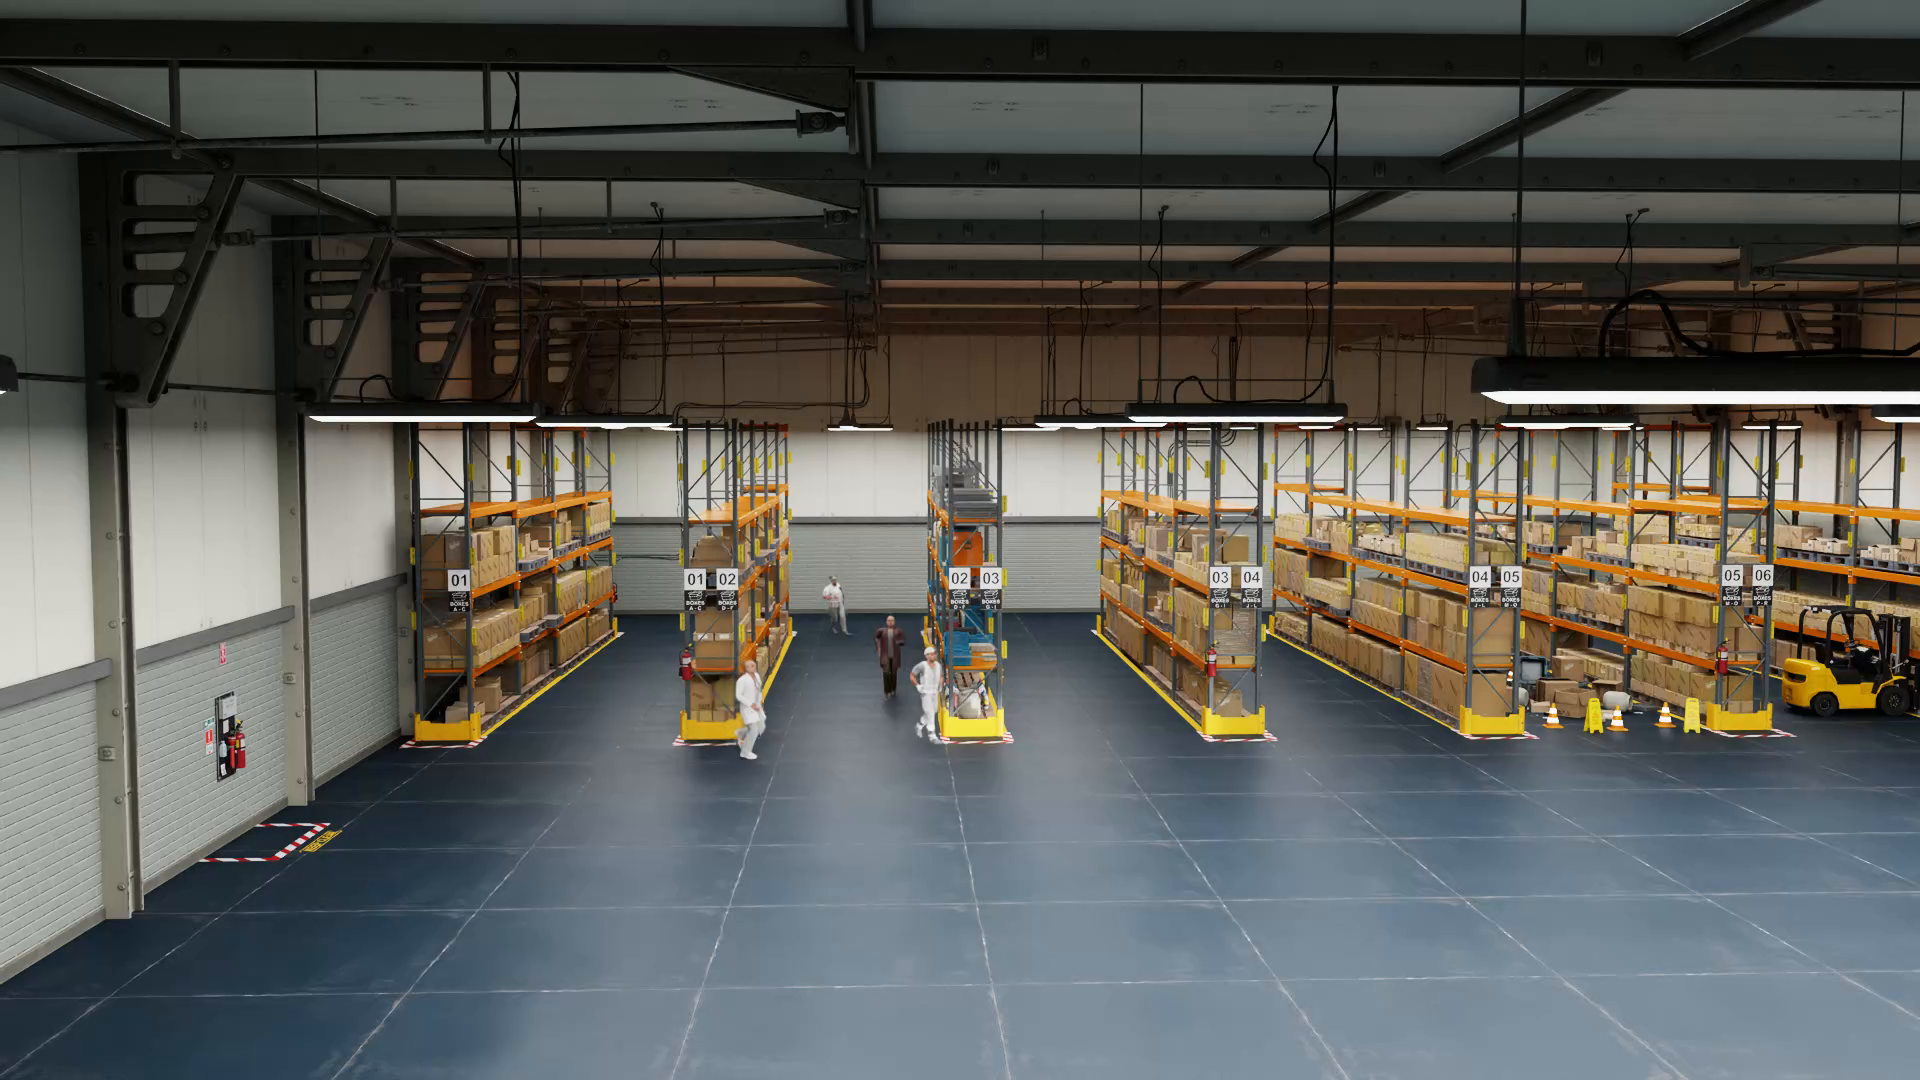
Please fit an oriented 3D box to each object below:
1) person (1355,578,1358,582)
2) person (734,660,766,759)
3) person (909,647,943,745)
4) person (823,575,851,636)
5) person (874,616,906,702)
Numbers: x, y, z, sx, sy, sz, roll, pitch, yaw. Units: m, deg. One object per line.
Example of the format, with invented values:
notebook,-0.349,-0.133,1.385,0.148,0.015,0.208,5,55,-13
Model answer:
person,11.047,1.898,46.669,0.656,1.673,0.604,-1,4,-9
person,-3.689,2.982,29.338,0.633,1.738,0.728,2,4,31
person,-0.581,2.848,30.700,0.663,1.775,0.901,-3,5,-38
person,-3.558,1.837,47.017,0.700,1.722,0.982,-2,4,-33
person,-1.502,2.549,35.812,0.686,1.846,0.799,0,4,-5
